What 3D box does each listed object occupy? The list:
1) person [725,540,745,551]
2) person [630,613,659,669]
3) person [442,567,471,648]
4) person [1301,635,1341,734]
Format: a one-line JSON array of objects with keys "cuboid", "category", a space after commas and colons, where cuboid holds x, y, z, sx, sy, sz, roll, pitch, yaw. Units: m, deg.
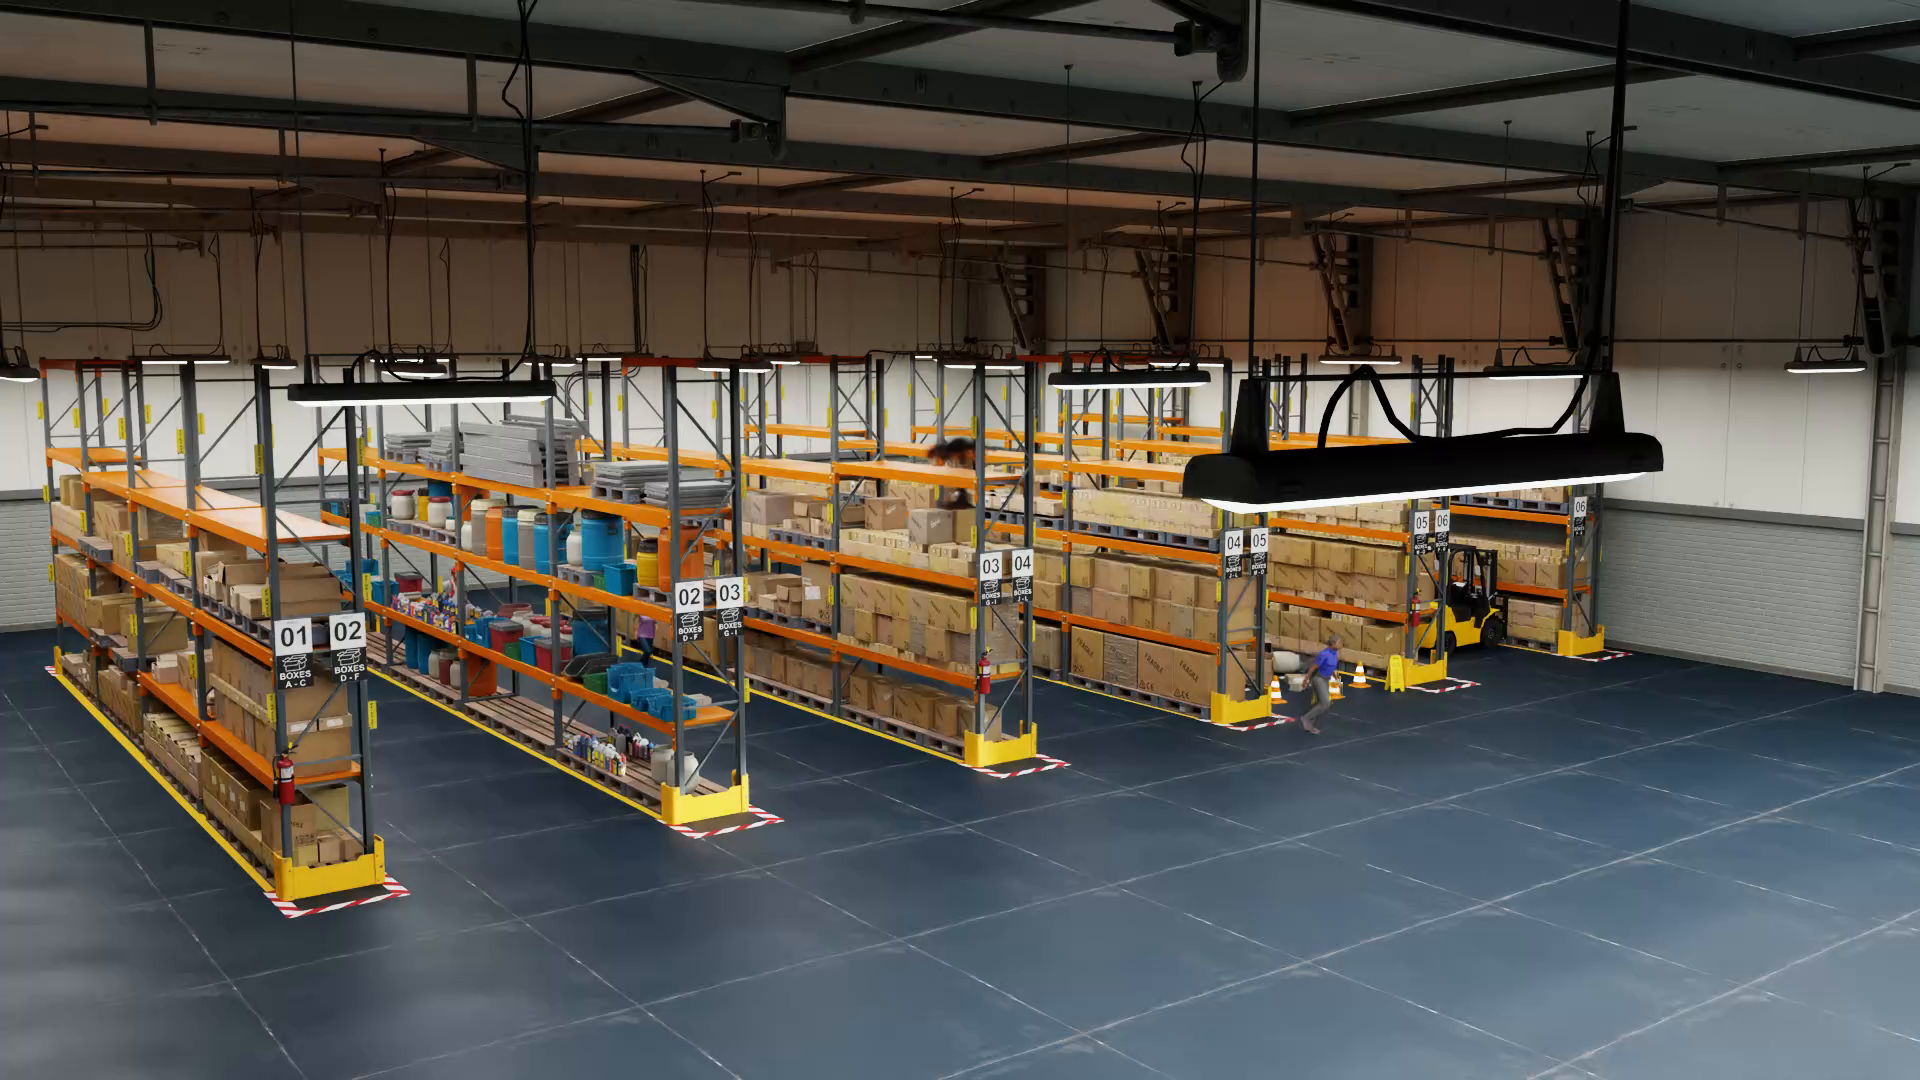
[{"cuboid": [-5.675, 0.584, 41.396, 0.744, 1.591, 0.962, 2, 7, 14], "category": "person"}, {"cuboid": [-5.862, 1.831, 31.035, 0.448, 1.606, 0.789, -6, 9, -40], "category": "person"}, {"cuboid": [-10.397, 1.393, 34.095, 0.781, 1.737, 0.658, 6, 9, 41], "category": "person"}, {"cuboid": [5.831, 2.362, 26.830, 0.546, 1.550, 0.594, 4, 8, 32], "category": "person"}]
